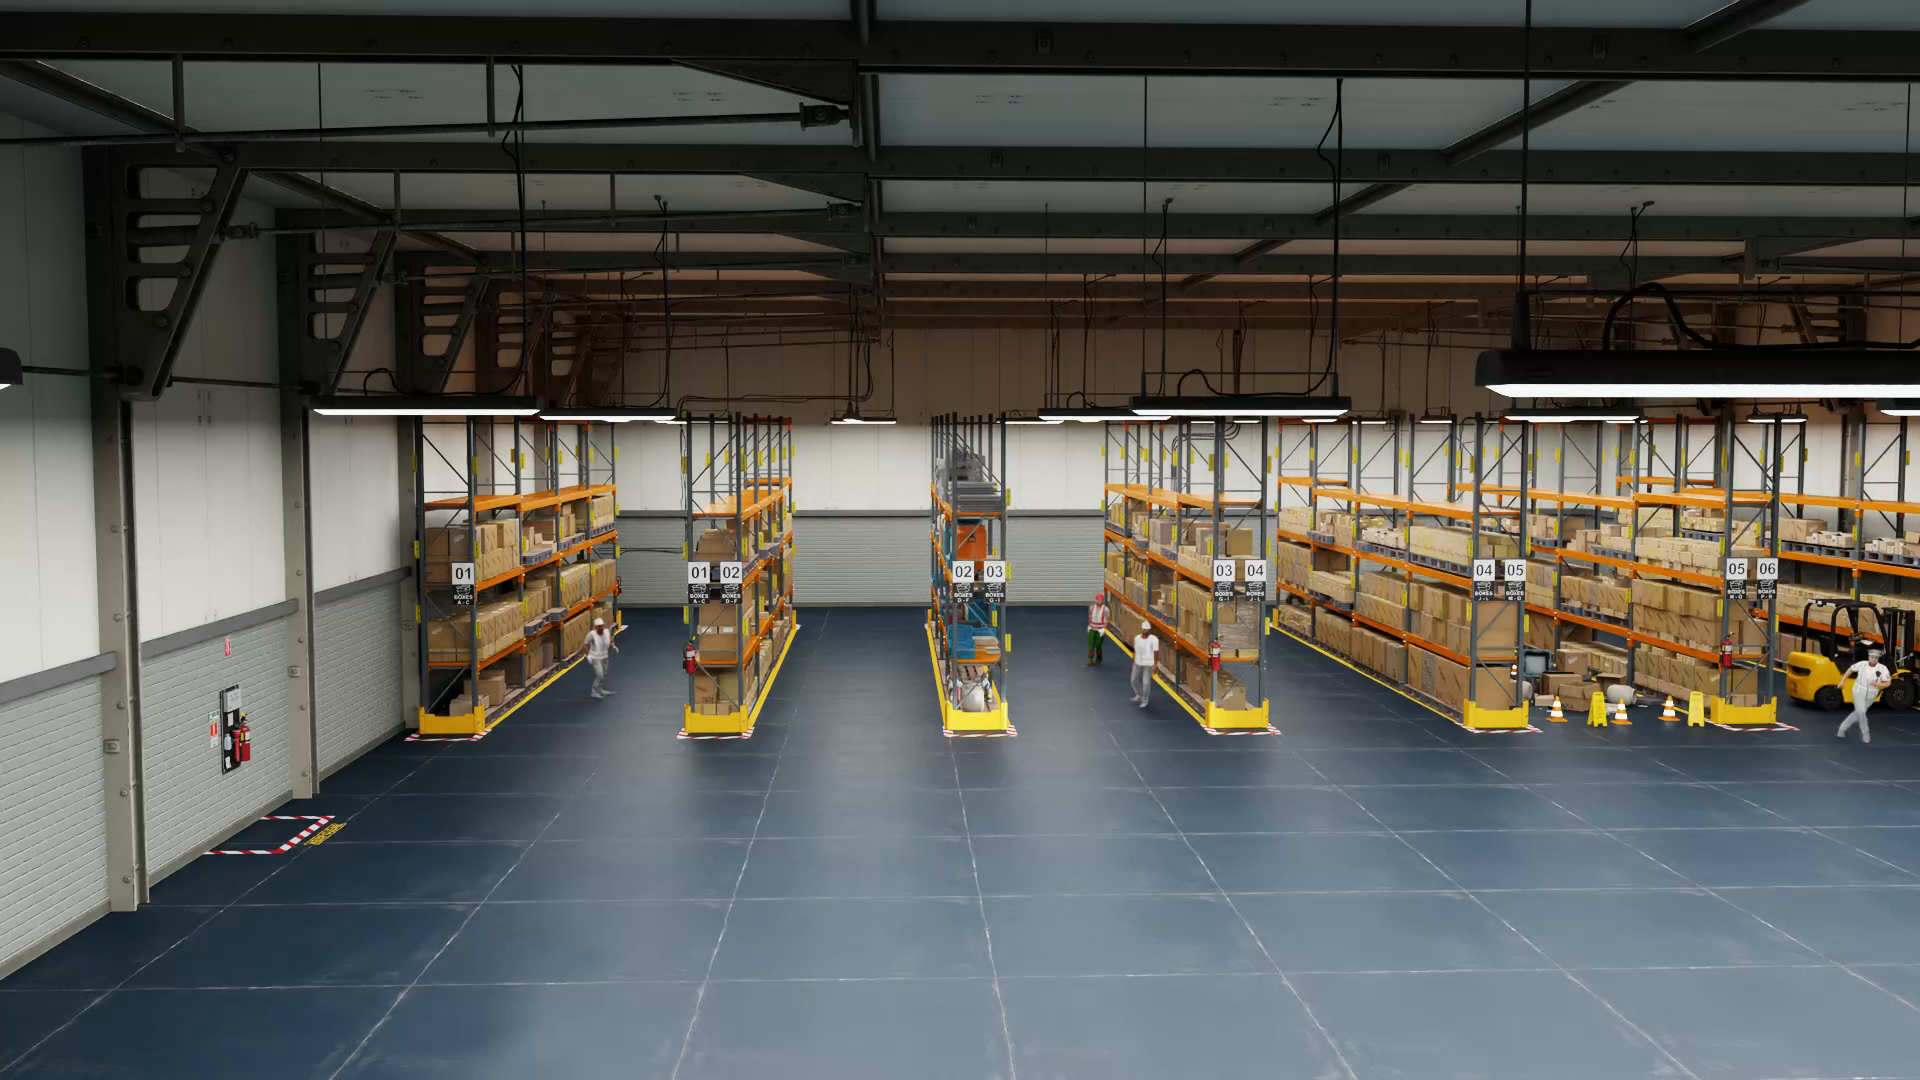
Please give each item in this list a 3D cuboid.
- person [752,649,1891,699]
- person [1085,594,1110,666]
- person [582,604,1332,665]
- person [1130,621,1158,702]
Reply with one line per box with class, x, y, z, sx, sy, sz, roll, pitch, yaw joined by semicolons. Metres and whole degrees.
person;5.978;2.368;33.465;22.595;1.251;2.796;1;4;12
person;3.248;2.148;39.564;0.598;1.742;0.899;1;4;21
person;5.904;1.922;43.472;13.770;1.704;29.484;3;5;33
person;3.769;2.489;33.983;0.647;1.686;0.446;3;5;34
